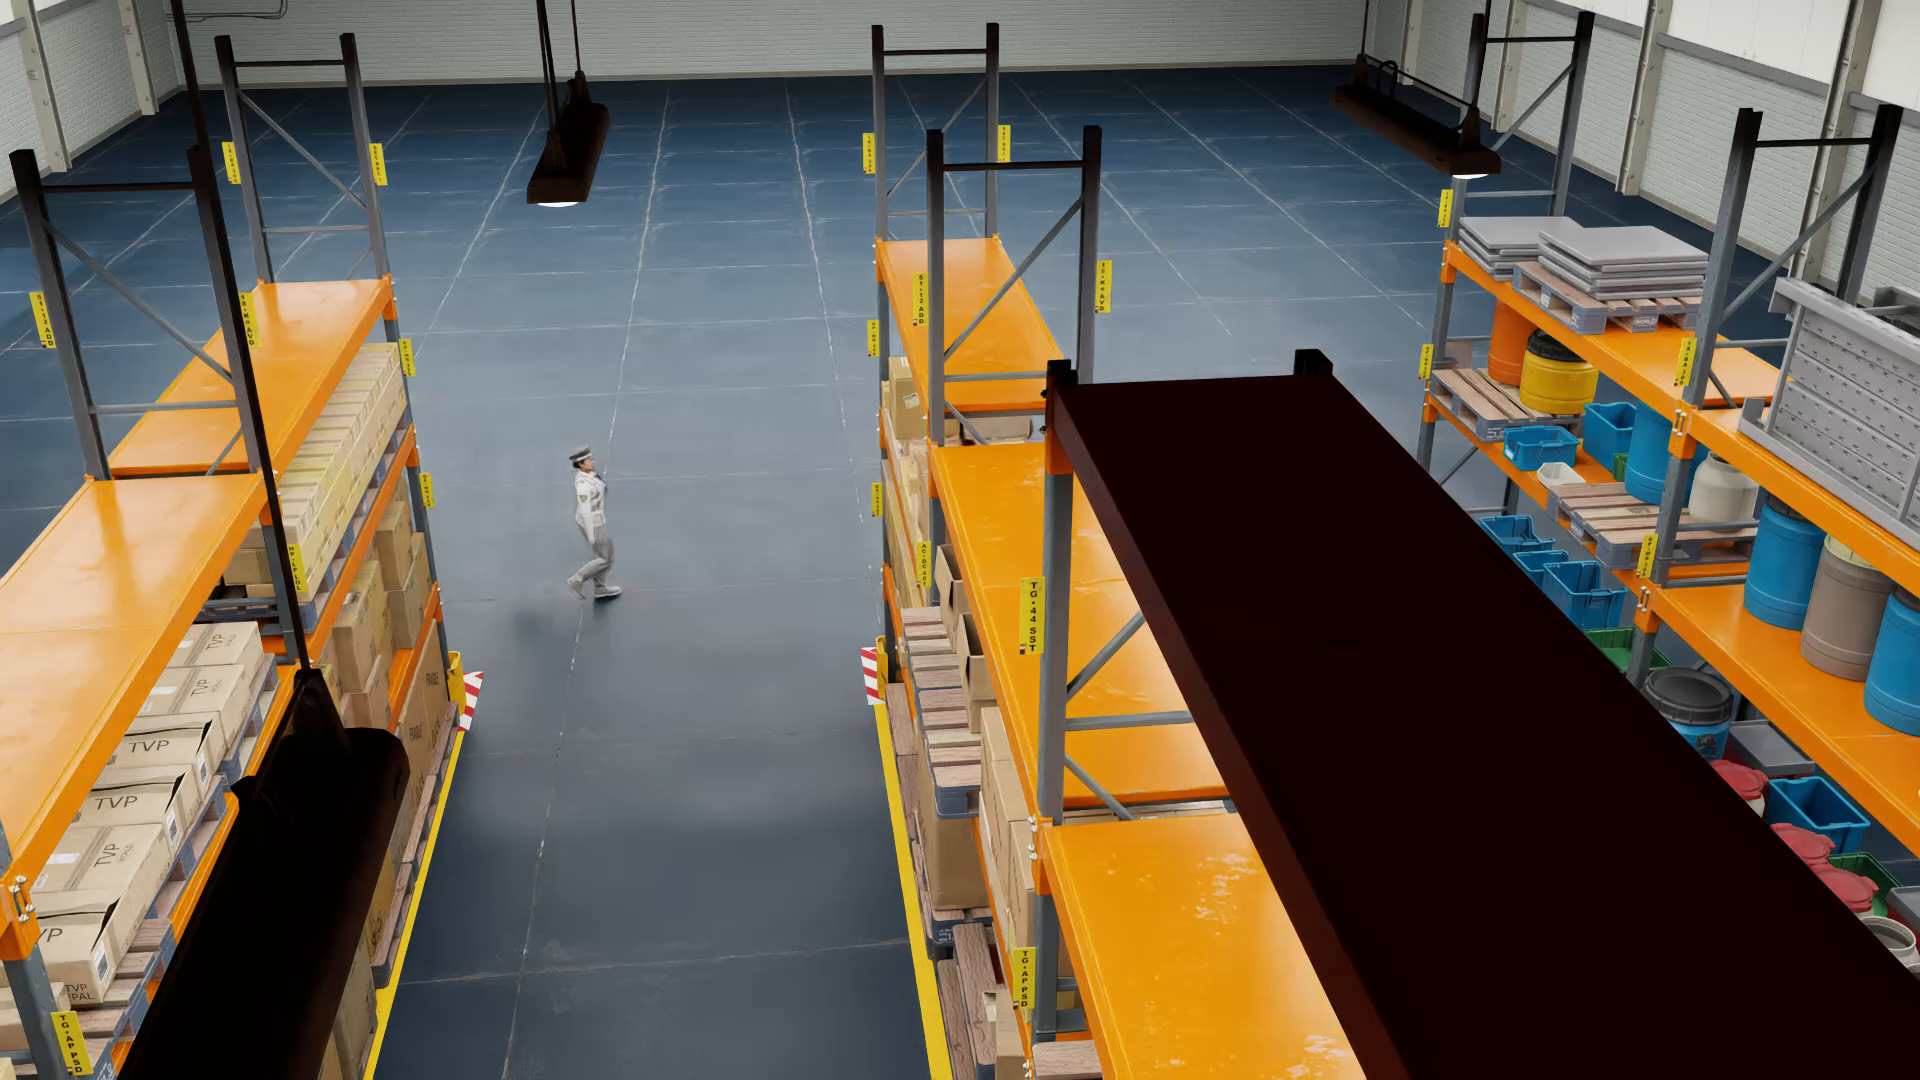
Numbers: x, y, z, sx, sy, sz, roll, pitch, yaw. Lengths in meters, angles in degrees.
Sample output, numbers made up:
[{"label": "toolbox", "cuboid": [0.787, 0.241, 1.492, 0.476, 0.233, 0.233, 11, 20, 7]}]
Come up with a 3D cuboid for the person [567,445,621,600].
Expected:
[{"label": "person", "cuboid": [-3.786, -0.168, 16.873, 0.559, 1.679, 0.461, -10, 27, -19]}]

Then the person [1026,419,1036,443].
[{"label": "person", "cuboid": [0.714, -0.600, 17.955, 0.433, 1.560, 0.844, 14, 29, 28]}]
